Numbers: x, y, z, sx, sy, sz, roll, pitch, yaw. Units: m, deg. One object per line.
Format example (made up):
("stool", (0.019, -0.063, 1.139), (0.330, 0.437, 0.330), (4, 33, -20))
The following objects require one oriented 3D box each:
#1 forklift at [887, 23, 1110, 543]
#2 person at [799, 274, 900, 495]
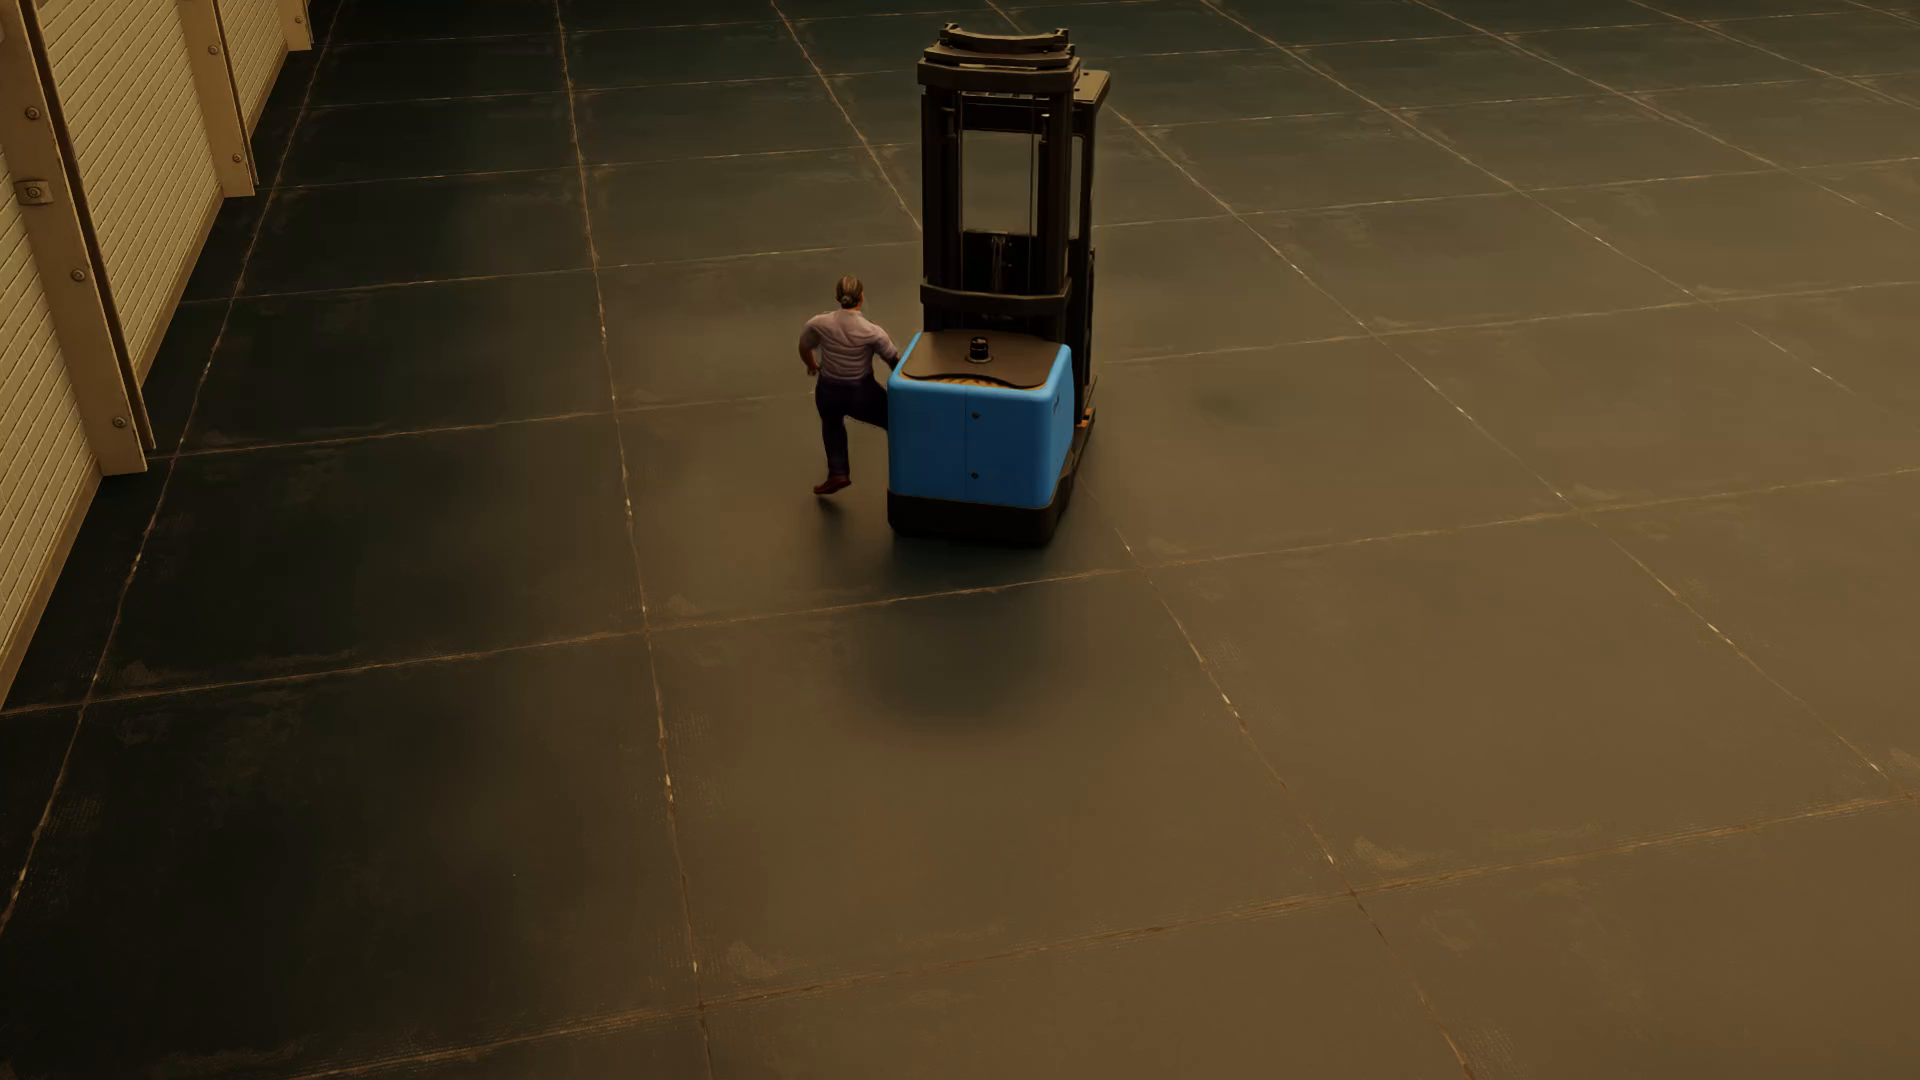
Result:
("forklift", (0.351, -1.976, 10.989), (1.130, 2.935, 3.031), (6, 31, 10))
("person", (-0.635, -1.036, 10.739), (0.763, 1.550, 0.638), (8, 31, 14))
